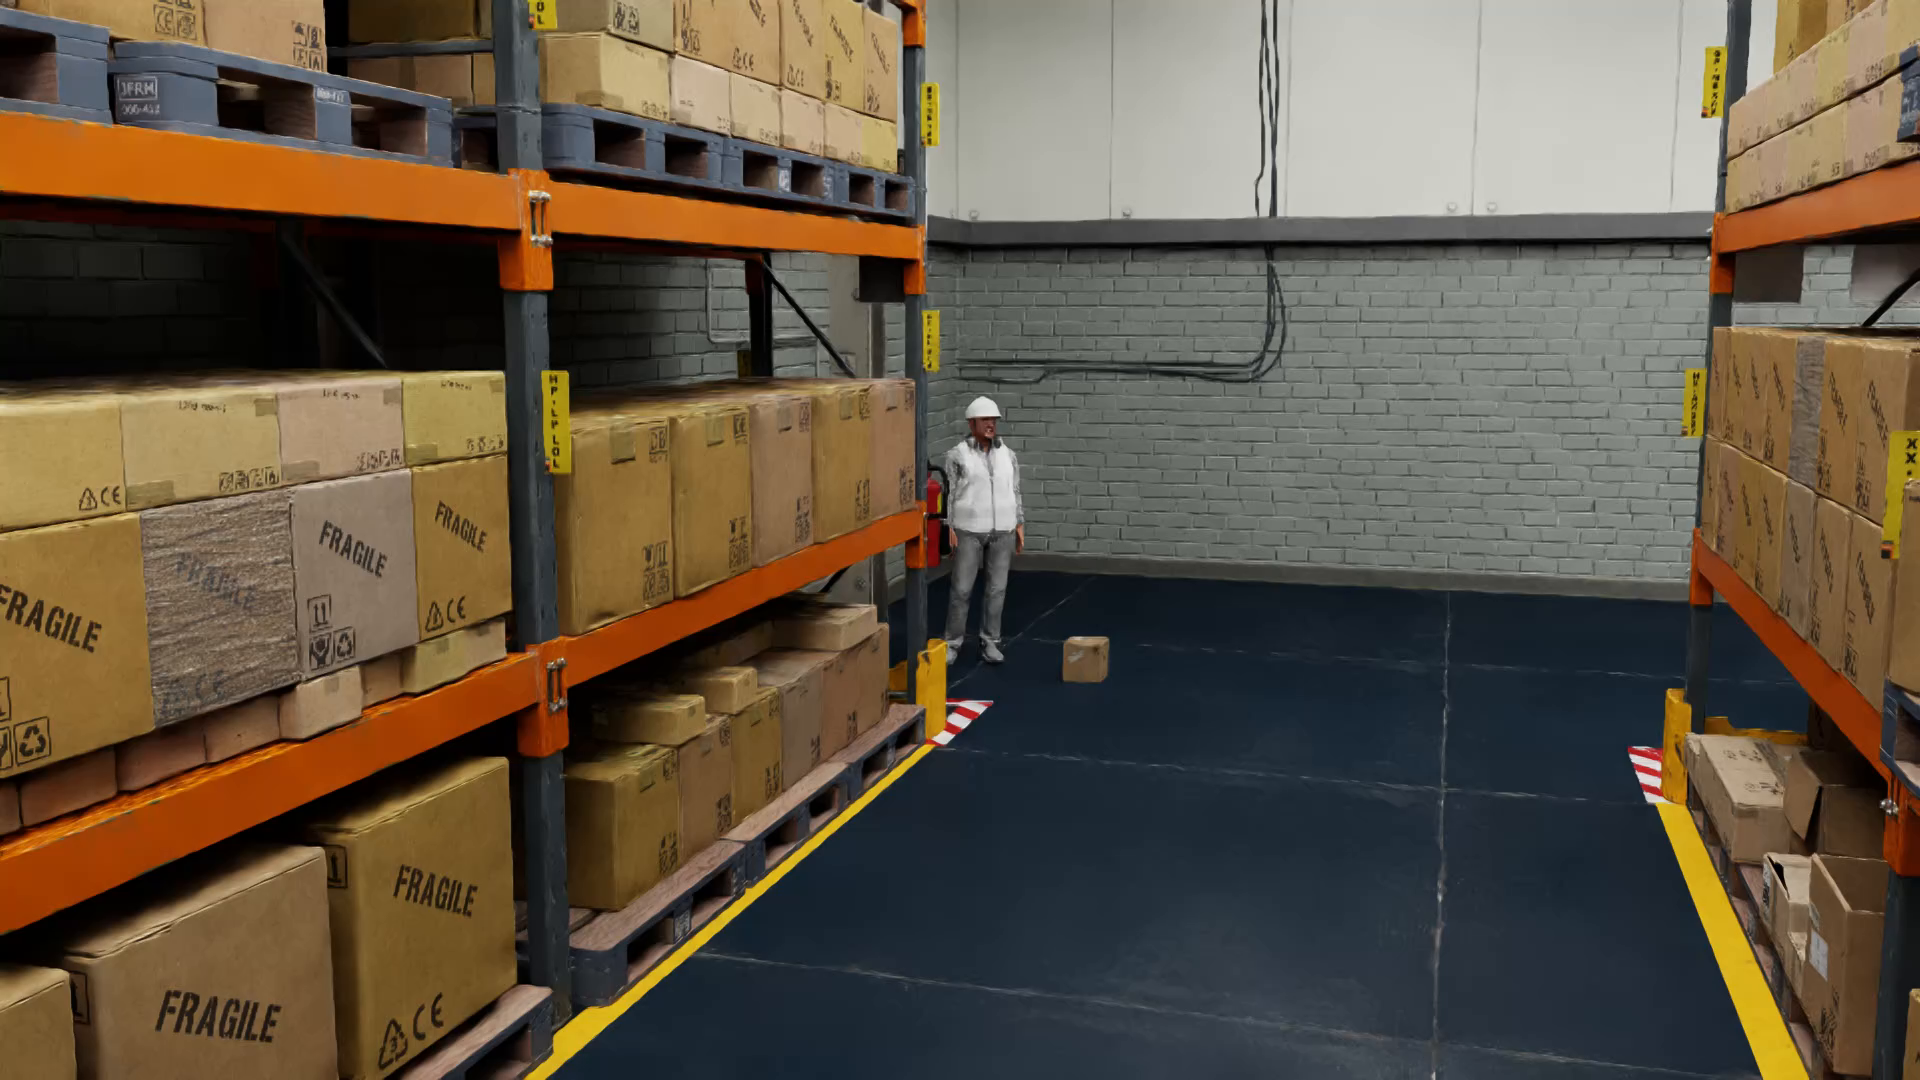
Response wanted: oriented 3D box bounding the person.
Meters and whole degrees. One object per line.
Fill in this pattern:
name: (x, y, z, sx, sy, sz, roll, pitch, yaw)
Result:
person: (0.130, -0.063, 11.126, 0.667, 1.777, 0.374, -3, 9, -22)
